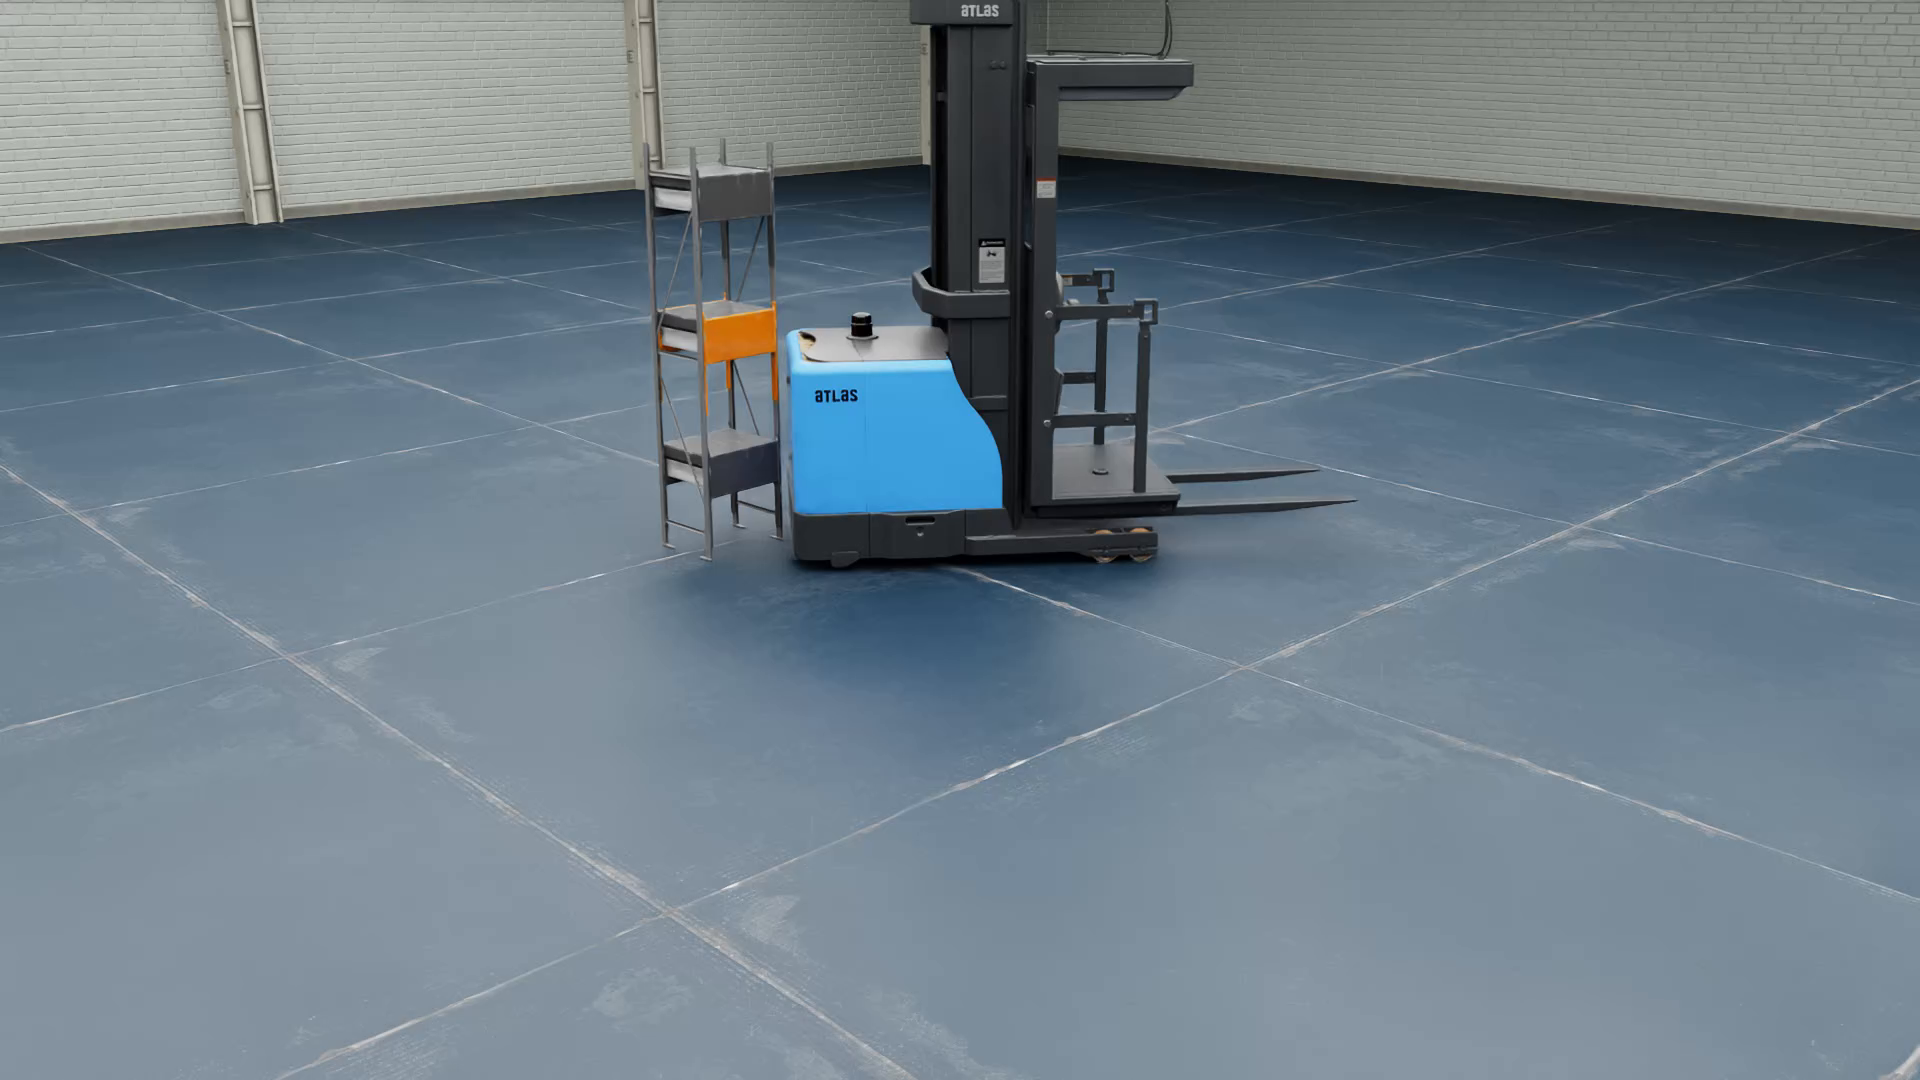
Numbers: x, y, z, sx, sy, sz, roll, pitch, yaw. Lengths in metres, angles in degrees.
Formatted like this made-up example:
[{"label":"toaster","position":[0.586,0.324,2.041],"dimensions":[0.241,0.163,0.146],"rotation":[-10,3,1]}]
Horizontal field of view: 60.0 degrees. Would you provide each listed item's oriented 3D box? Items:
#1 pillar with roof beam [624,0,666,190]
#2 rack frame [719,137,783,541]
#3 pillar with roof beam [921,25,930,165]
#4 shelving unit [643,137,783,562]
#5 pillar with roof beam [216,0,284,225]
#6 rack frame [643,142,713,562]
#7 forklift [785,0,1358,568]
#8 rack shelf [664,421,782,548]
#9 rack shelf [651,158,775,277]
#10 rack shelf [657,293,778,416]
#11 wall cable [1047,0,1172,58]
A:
[{"label":"pillar with roof beam","position":[-1.840,-8.771,21.446],"dimensions":[0.400,9.000,9.100],"rotation":[-16,24,-41]},{"label":"rack frame","position":[-1.099,-1.037,8.775],"dimensions":[0.400,2.100,0.015],"rotation":[16,24,40]},{"label":"pillar with roof beam","position":[2.520,-10.042,25.367],"dimensions":[0.400,9.000,9.100],"rotation":[-16,24,-41]},{"label":"shelving unit","position":[-1.263,-0.983,8.603],"dimensions":[0.431,2.100,0.503],"rotation":[16,24,40]},{"label":"pillar with roof beam","position":[-6.200,-7.500,17.525],"dimensions":[0.400,9.000,9.100],"rotation":[-16,24,-41]},{"label":"rack frame","position":[-1.428,-0.929,8.431],"dimensions":[0.400,2.100,0.015],"rotation":[16,24,40]},{"label":"forklift","position":[0.596,-1.439,8.669],"dimensions":[3.031,2.935,1.130],"rotation":[-2,18,-7]},{"label":"rack shelf","position":[-1.269,-0.304,8.823],"dimensions":[0.431,0.518,0.480],"rotation":[16,24,40]},{"label":"rack shelf","position":[-1.258,-1.636,8.392],"dimensions":[0.431,0.518,0.480],"rotation":[16,24,40]},{"label":"rack shelf","position":[-1.263,-0.970,8.607],"dimensions":[0.431,0.518,0.480],"rotation":[16,24,40]},{"label":"wall cable","position":[2.611,-9.858,29.833],"dimensions":[0.112,2.526,3.097],"rotation":[-16,24,-41]}]
